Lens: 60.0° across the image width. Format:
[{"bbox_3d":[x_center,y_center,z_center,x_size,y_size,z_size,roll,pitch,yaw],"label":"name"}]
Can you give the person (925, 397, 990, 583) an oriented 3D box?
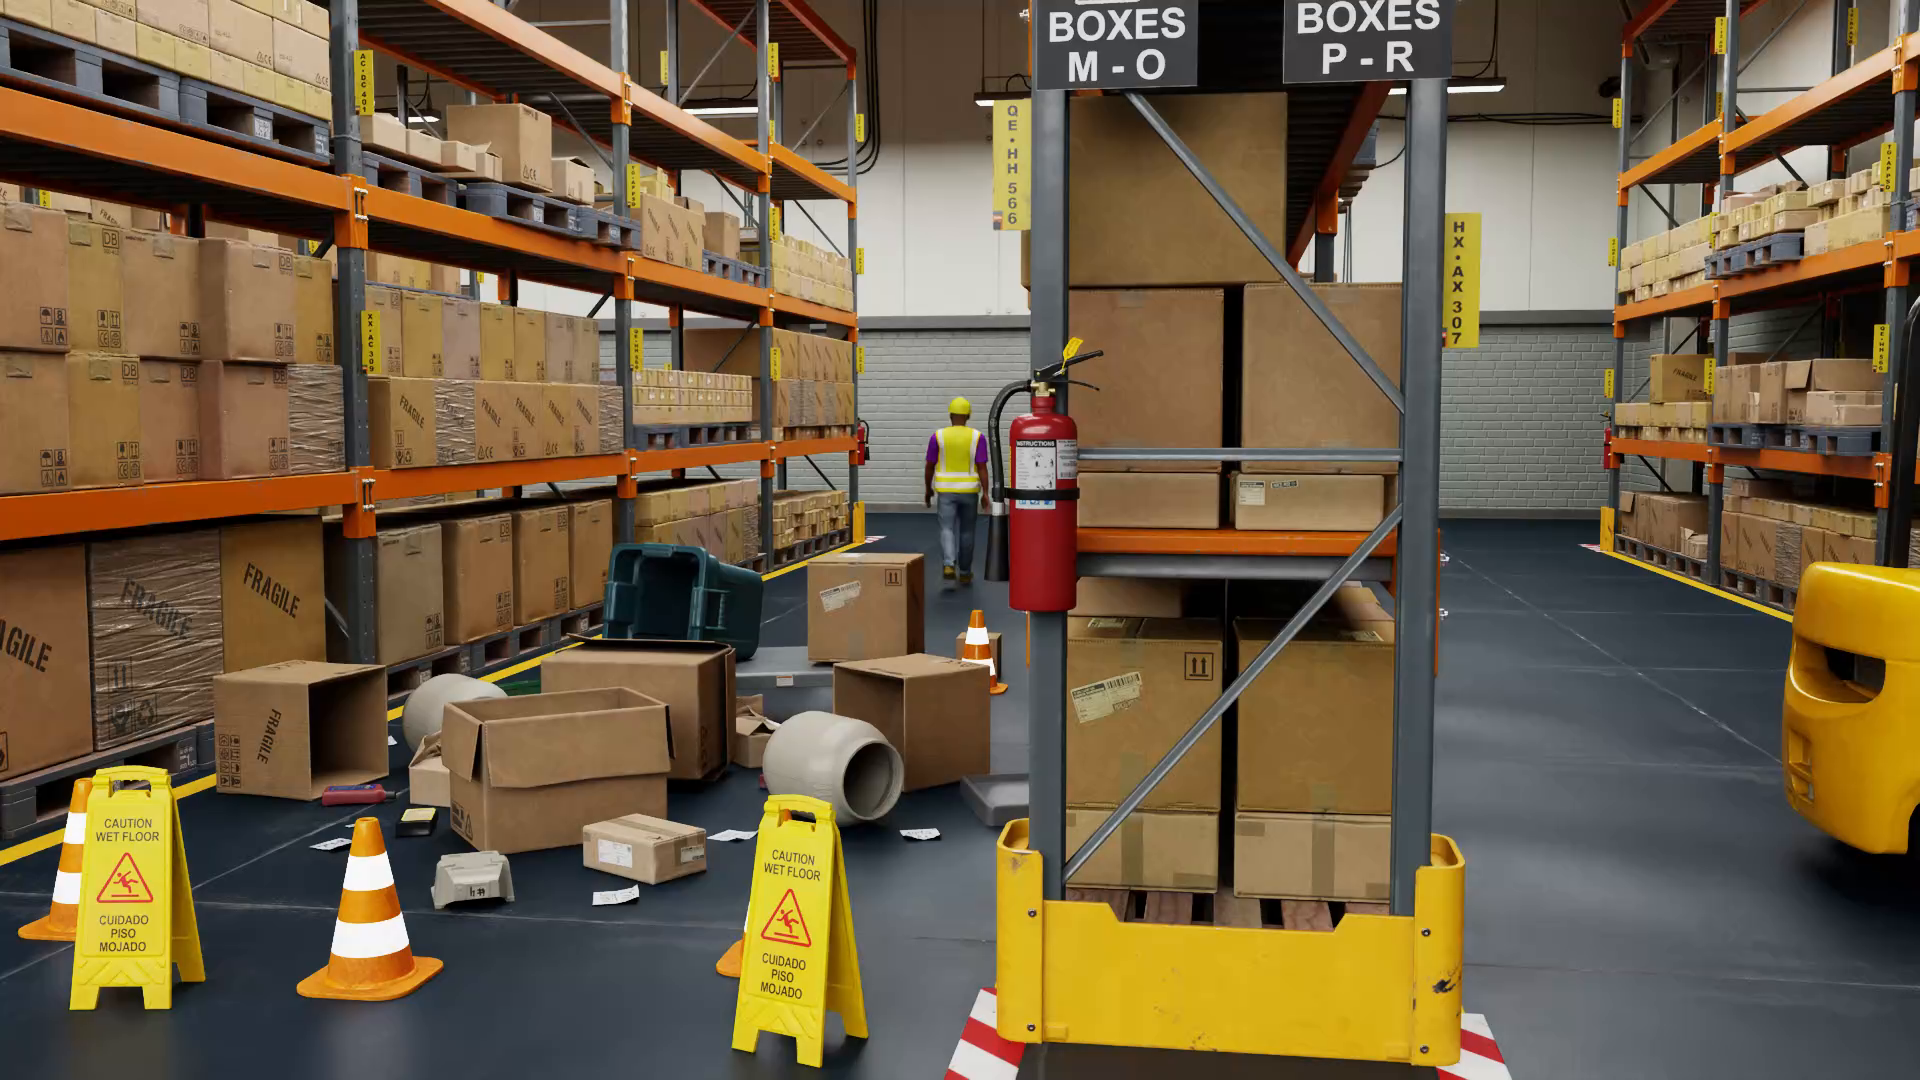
[{"bbox_3d":[-0.029,-0.449,15.354,0.595,1.736,0.969,0,4,-2],"label":"person"}]
